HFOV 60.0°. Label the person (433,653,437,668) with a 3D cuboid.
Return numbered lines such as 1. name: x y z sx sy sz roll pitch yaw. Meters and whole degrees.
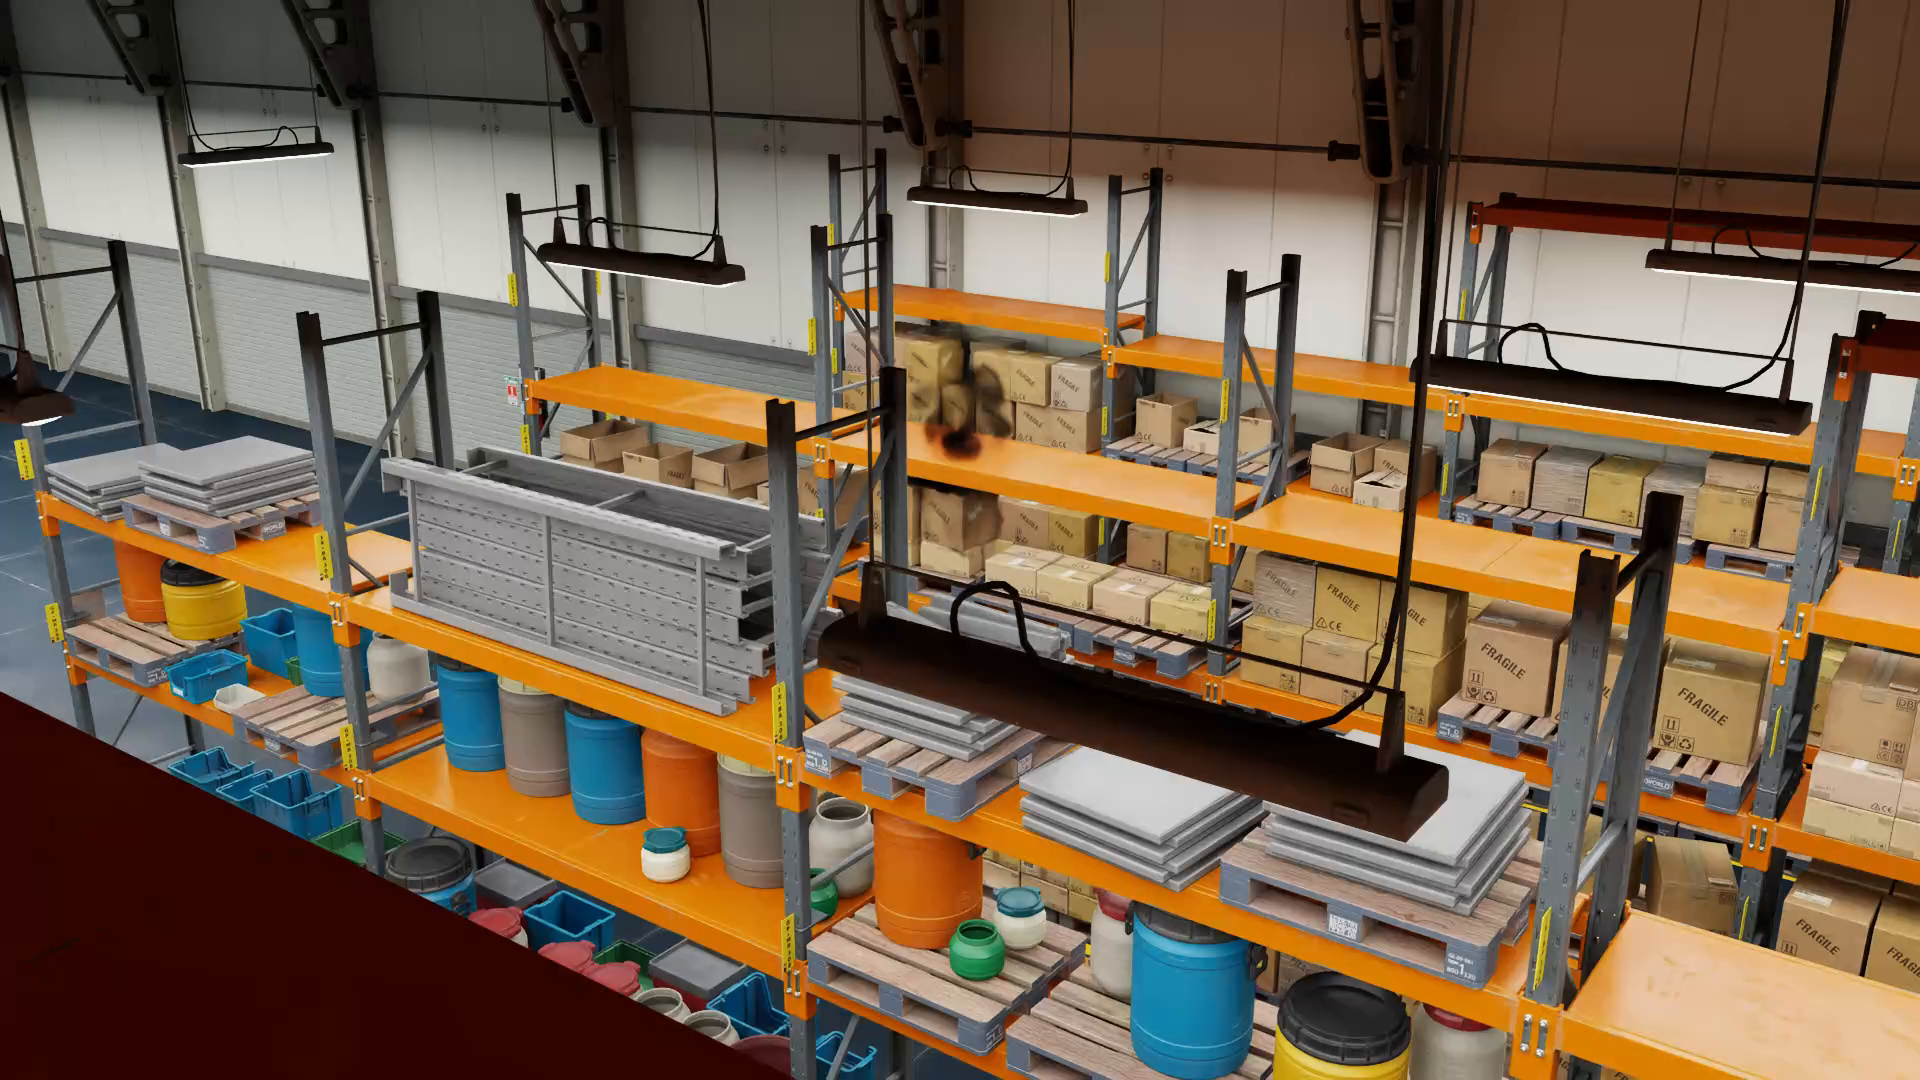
1. person: -5.806 1.158 19.165 0.644 1.622 0.520 -11 22 -31
